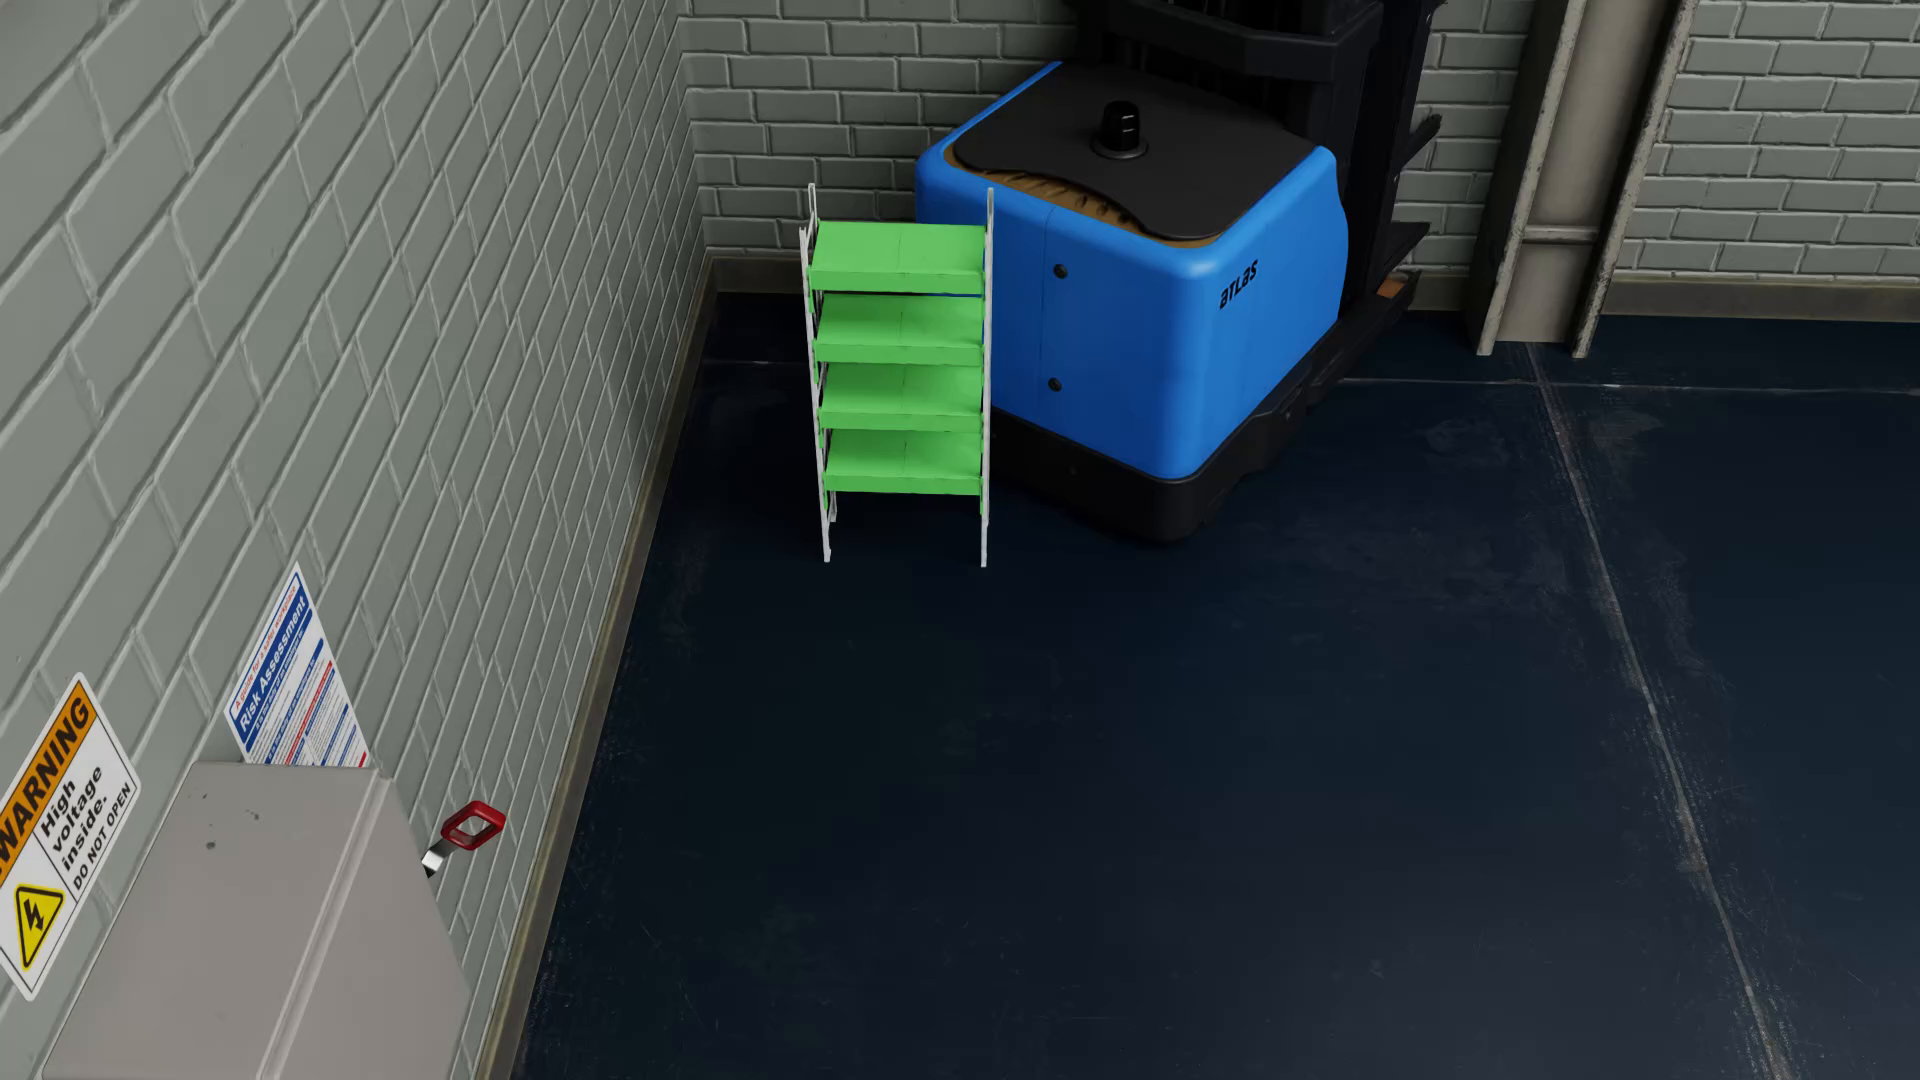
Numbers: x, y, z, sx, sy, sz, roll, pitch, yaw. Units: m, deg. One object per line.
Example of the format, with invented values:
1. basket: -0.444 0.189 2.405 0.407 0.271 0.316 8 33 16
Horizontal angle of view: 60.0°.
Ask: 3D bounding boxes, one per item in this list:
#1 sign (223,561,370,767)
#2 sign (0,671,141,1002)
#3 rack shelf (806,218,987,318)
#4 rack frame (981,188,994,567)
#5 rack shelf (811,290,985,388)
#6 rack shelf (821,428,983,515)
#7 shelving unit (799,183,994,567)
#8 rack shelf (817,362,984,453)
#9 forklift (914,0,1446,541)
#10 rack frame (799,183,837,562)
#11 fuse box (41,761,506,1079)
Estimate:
1. sign: -1.093 0.325 2.770 0.001 0.494 0.329 2 43 2
2. sign: -1.117 0.362 2.055 0.001 0.242 0.339 2 43 2
3. rack shelf: -0.165 -0.749 4.563 0.480 0.148 0.258 2 43 2
4. rack frame: 0.078 -0.437 4.838 0.015 1.200 0.240 2 43 2
5. rack shelf: -0.165 -0.573 4.726 0.480 0.148 0.258 2 43 2
6. rack shelf: -0.165 -0.222 5.054 0.480 0.148 0.258 2 43 2
7. shelving unit: -0.165 -0.444 4.846 0.503 1.200 0.258 2 43 2
8. rack shelf: -0.165 -0.397 4.890 0.480 0.148 0.258 2 43 2
9. forklift: 1.112 -2.035 5.284 1.130 2.935 3.031 26 49 25
10. rack frame: -0.409 -0.452 4.855 0.015 1.200 0.240 2 43 2
11. fuse box: -0.908 1.105 2.809 0.414 1.711 0.539 2 43 2
